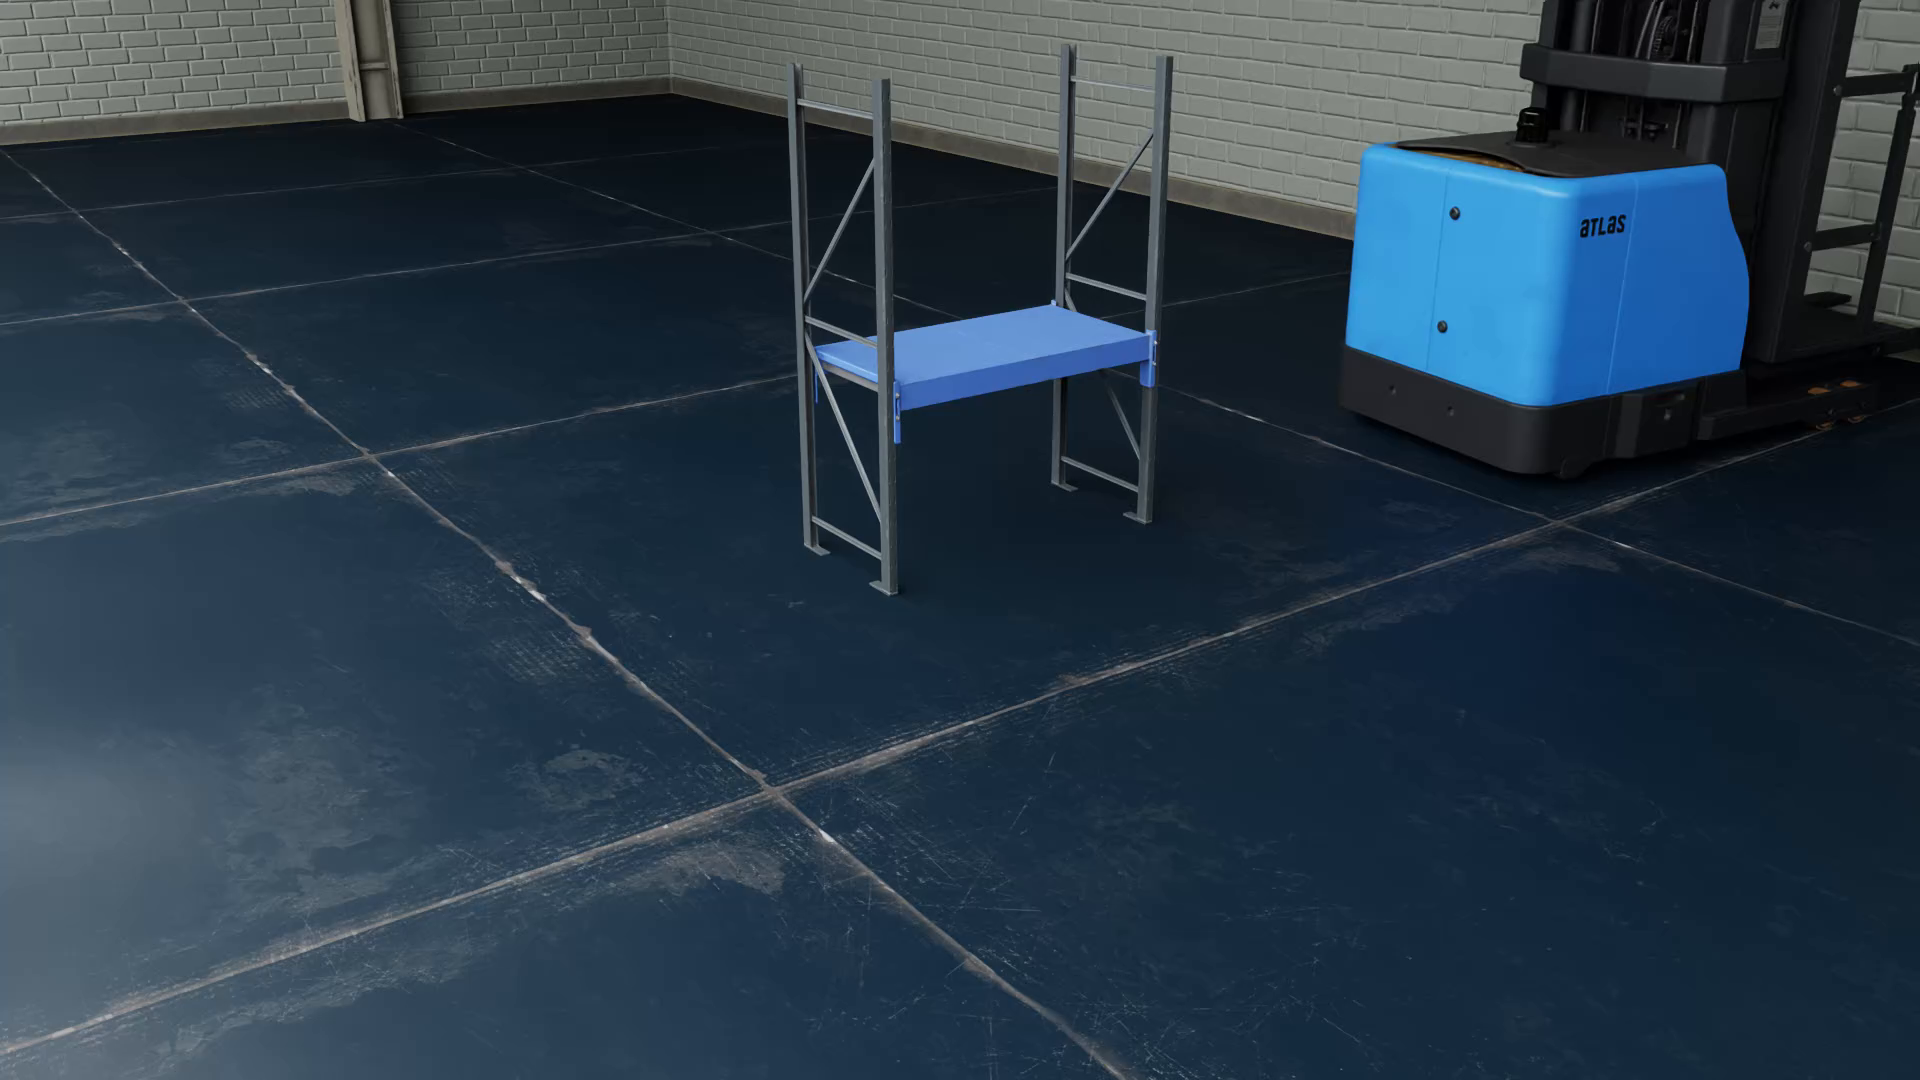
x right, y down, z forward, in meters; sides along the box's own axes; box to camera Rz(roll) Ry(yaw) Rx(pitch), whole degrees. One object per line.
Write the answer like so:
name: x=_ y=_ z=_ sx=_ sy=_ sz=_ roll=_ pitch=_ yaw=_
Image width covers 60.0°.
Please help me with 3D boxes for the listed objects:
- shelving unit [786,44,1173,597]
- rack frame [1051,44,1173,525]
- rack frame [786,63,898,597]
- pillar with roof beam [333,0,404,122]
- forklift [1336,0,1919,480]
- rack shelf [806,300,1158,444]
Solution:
shelving unit: x=0.069 y=-0.715 z=5.165 sx=1.048 sy=1.500 sz=0.538 roll=-15 pitch=26 yaw=-33
rack frame: x=0.482 y=-0.825 z=5.440 sx=0.032 sy=1.500 sz=0.500 roll=-15 pitch=26 yaw=-33
rack frame: x=-0.343 y=-0.605 z=4.889 sx=0.032 sy=1.500 sz=0.500 roll=-15 pitch=26 yaw=-33
pillar with roof beam: x=-2.689 y=-6.648 z=9.915 sx=0.400 sy=9.000 sz=9.100 roll=-15 pitch=26 yaw=-33
forklift: x=3.027 y=-1.947 z=6.320 sx=3.031 sy=2.935 sz=1.130 roll=-11 pitch=24 yaw=-26
rack shelf: x=0.069 y=-0.548 z=5.231 sx=1.000 sy=0.185 sz=0.538 roll=-15 pitch=26 yaw=-33
